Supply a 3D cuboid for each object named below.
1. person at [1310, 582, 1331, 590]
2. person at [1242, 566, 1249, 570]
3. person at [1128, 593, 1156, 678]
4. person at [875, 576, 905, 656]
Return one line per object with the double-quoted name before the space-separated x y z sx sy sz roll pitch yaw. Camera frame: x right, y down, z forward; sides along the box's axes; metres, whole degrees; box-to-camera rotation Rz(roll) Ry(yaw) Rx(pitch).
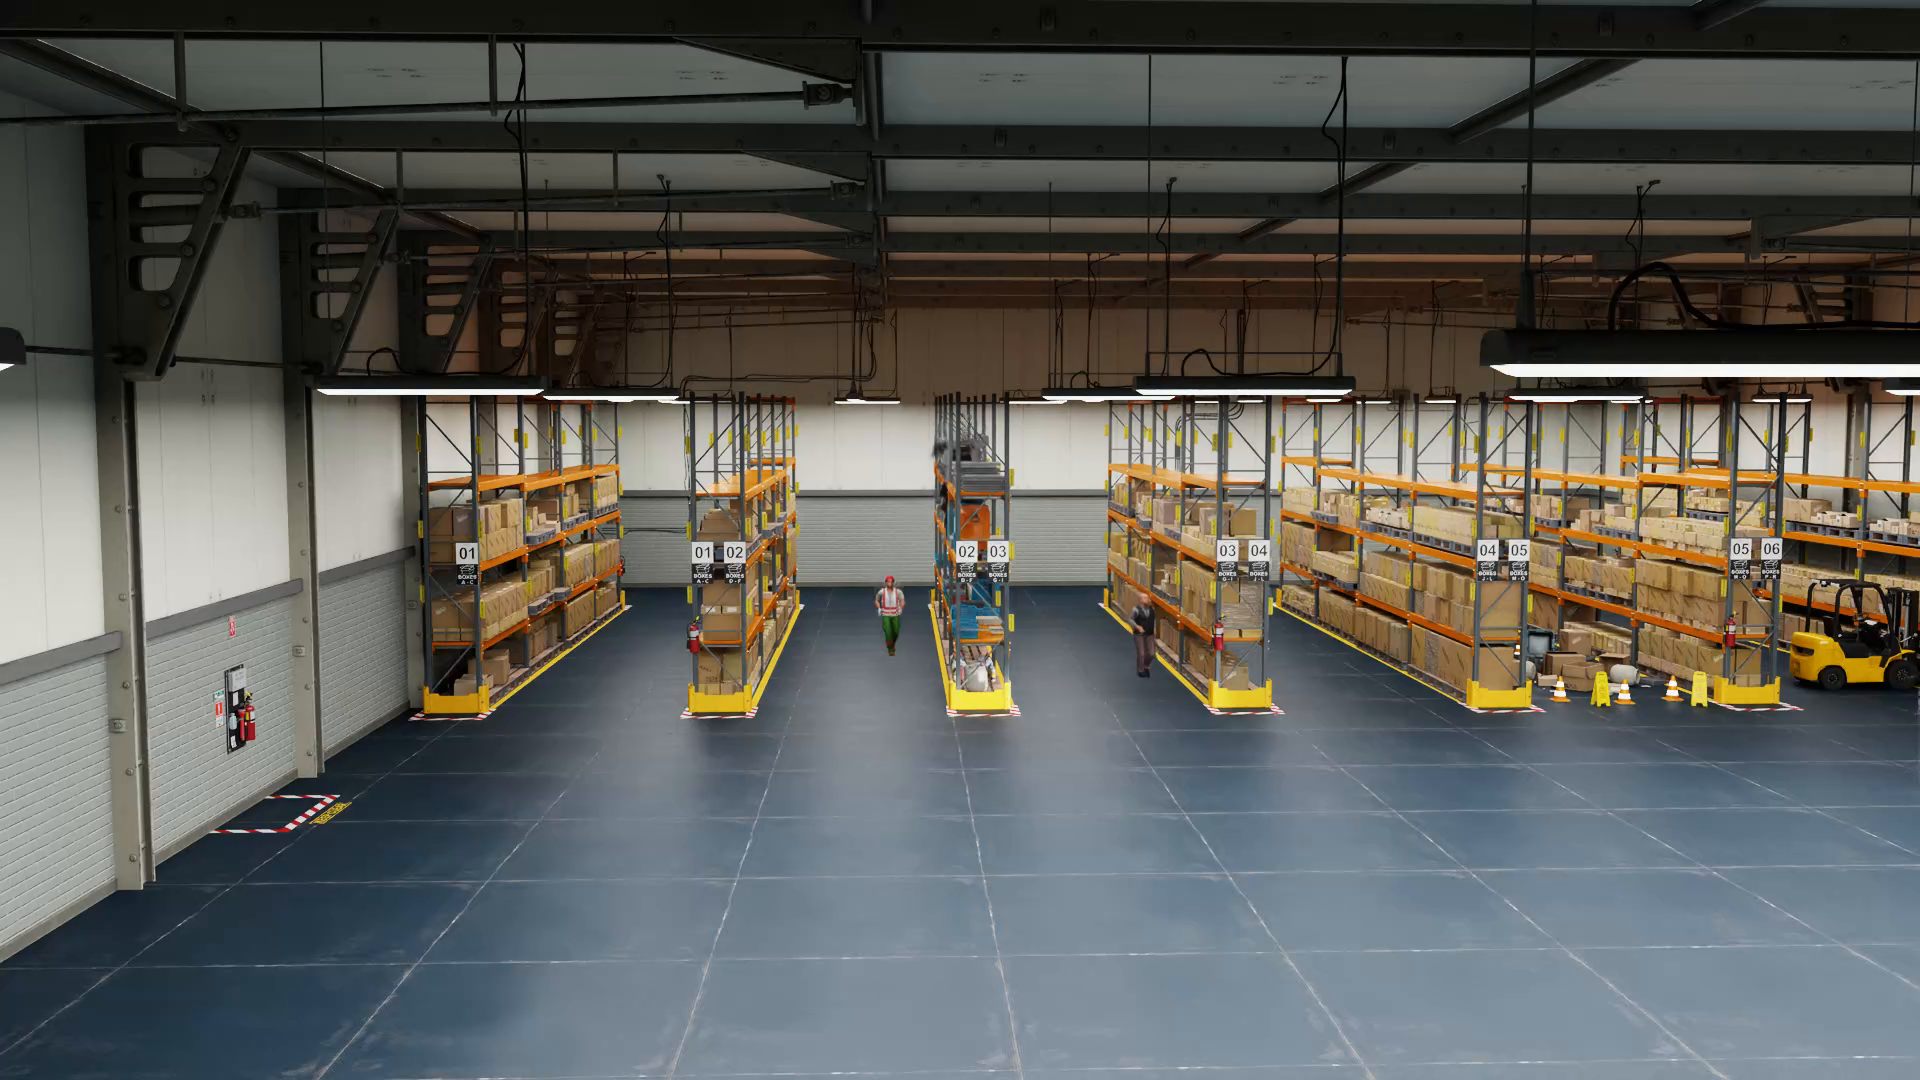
"person" 10.469 0.931 48.782 0.698 1.731 0.928 -4 6 -38
"person" 8.134 1.107 48.058 0.553 1.532 0.515 4 6 40
"person" 3.697 1.933 33.290 0.673 1.730 0.545 -1 5 -16
"person" -1.524 1.648 36.326 0.643 1.755 0.553 0 5 -6
